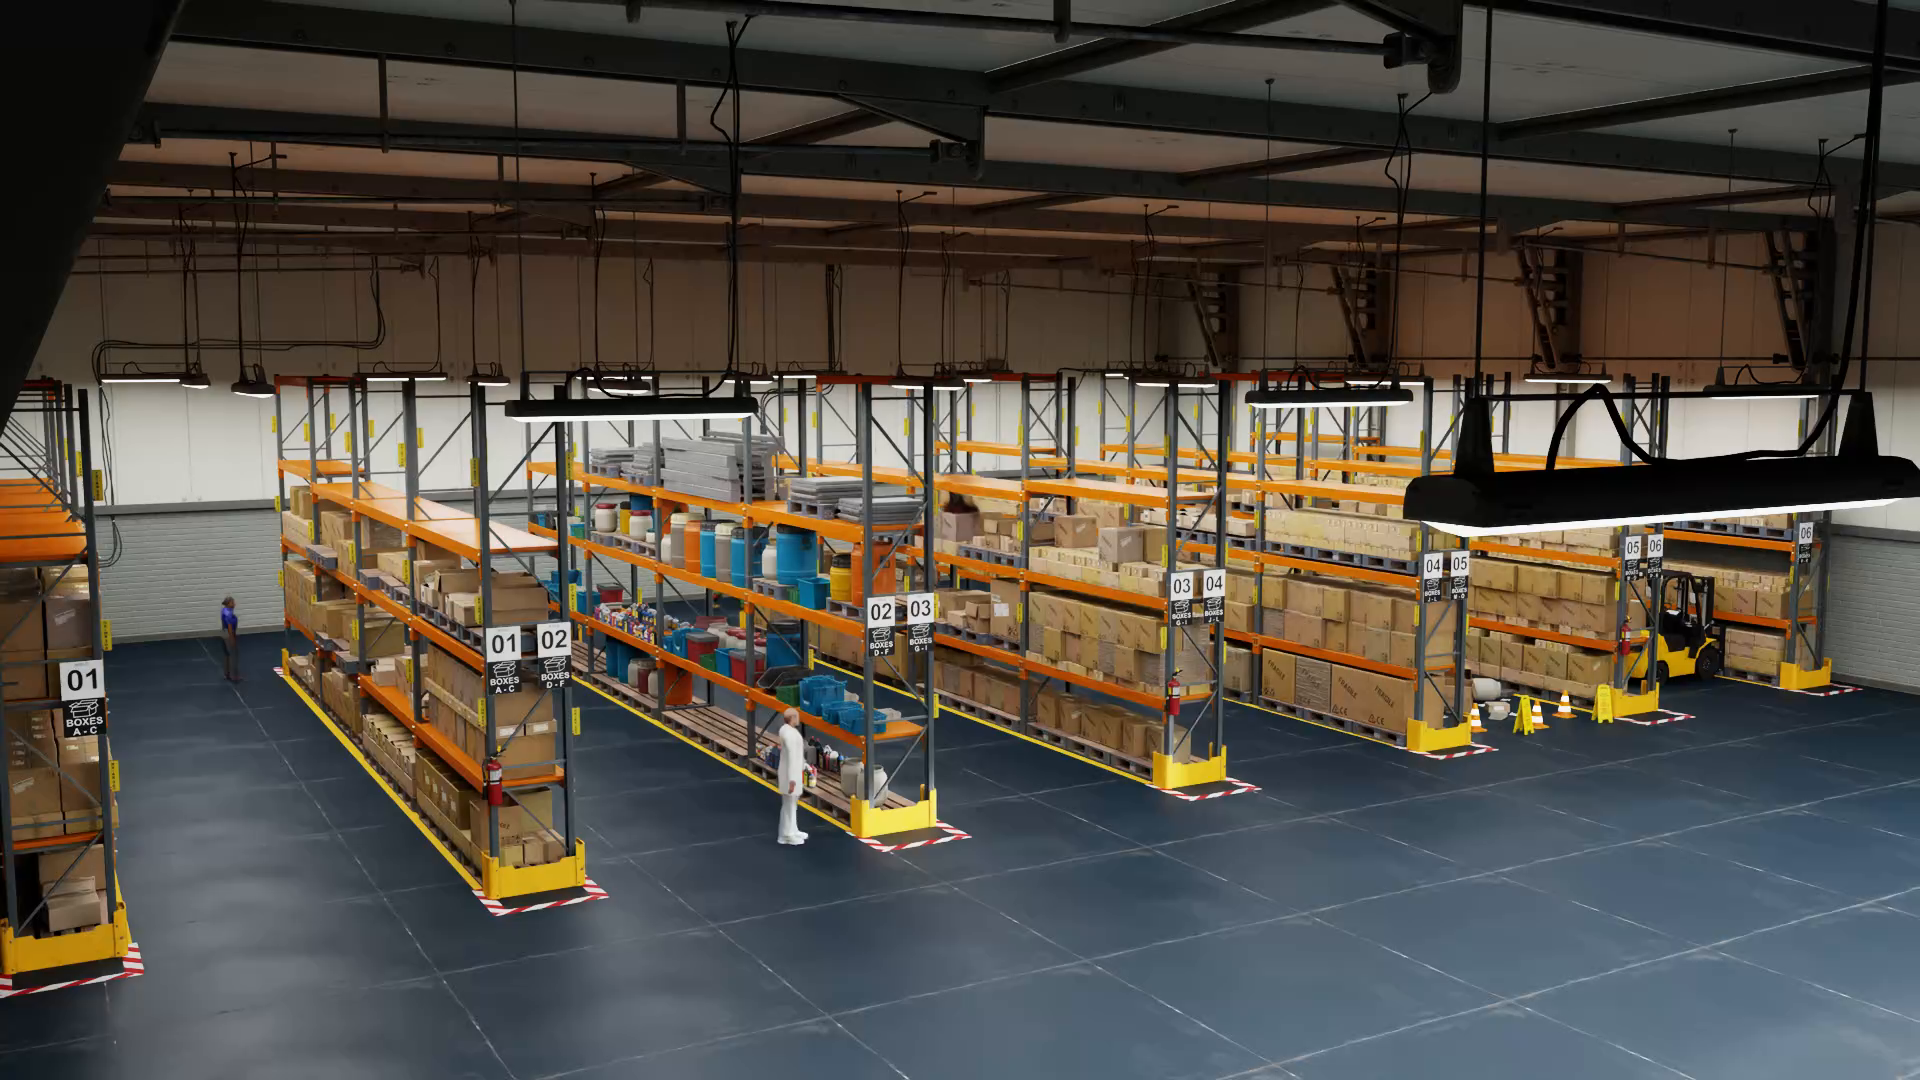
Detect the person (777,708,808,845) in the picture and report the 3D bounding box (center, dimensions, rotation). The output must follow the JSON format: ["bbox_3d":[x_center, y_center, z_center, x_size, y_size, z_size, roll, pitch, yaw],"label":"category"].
[{"bbox_3d":[-2.182,3.072,21.697,0.424,1.792,0.681,-1,6,-12],"label":"person"}]

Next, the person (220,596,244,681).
[{"bbox_3d":[-14.326,1.933,32.688,0.377,1.649,0.509,-4,8,-35],"label":"person"}]

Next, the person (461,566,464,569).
[{"bbox_3d":[-11.100,1.464,36.843,0.647,1.798,0.883,-4,7,-33],"label":"person"}]

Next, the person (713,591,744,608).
[{"bbox_3d":[-5.794,0.882,41.844,1.067,1.743,0.647,-1,6,-9],"label":"person"}]
